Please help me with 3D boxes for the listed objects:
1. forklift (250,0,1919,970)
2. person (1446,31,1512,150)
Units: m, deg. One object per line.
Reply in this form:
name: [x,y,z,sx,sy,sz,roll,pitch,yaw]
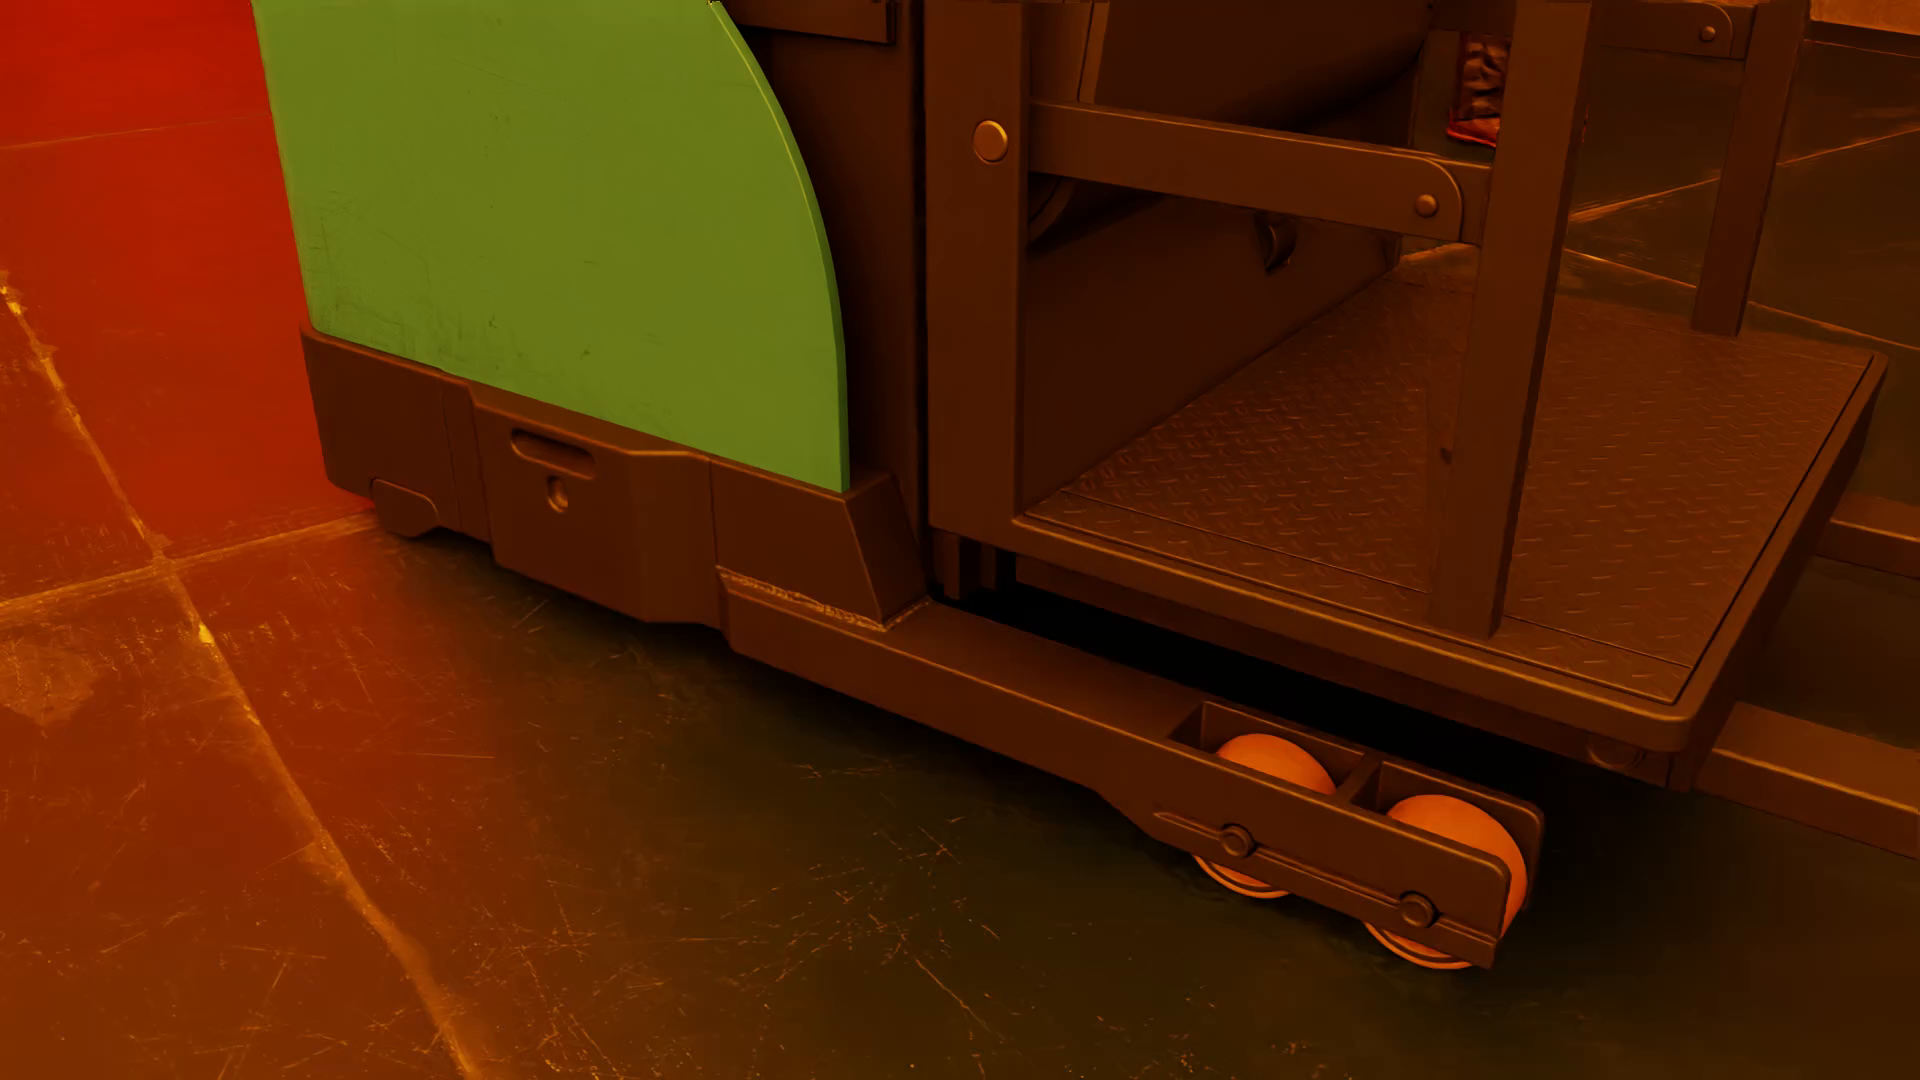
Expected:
forklift: [0.528,-1.157,1.538,3.031,2.935,1.130,17,31,31]
person: [1.568,-1.925,4.520,0.348,1.639,0.479,10,28,18]
